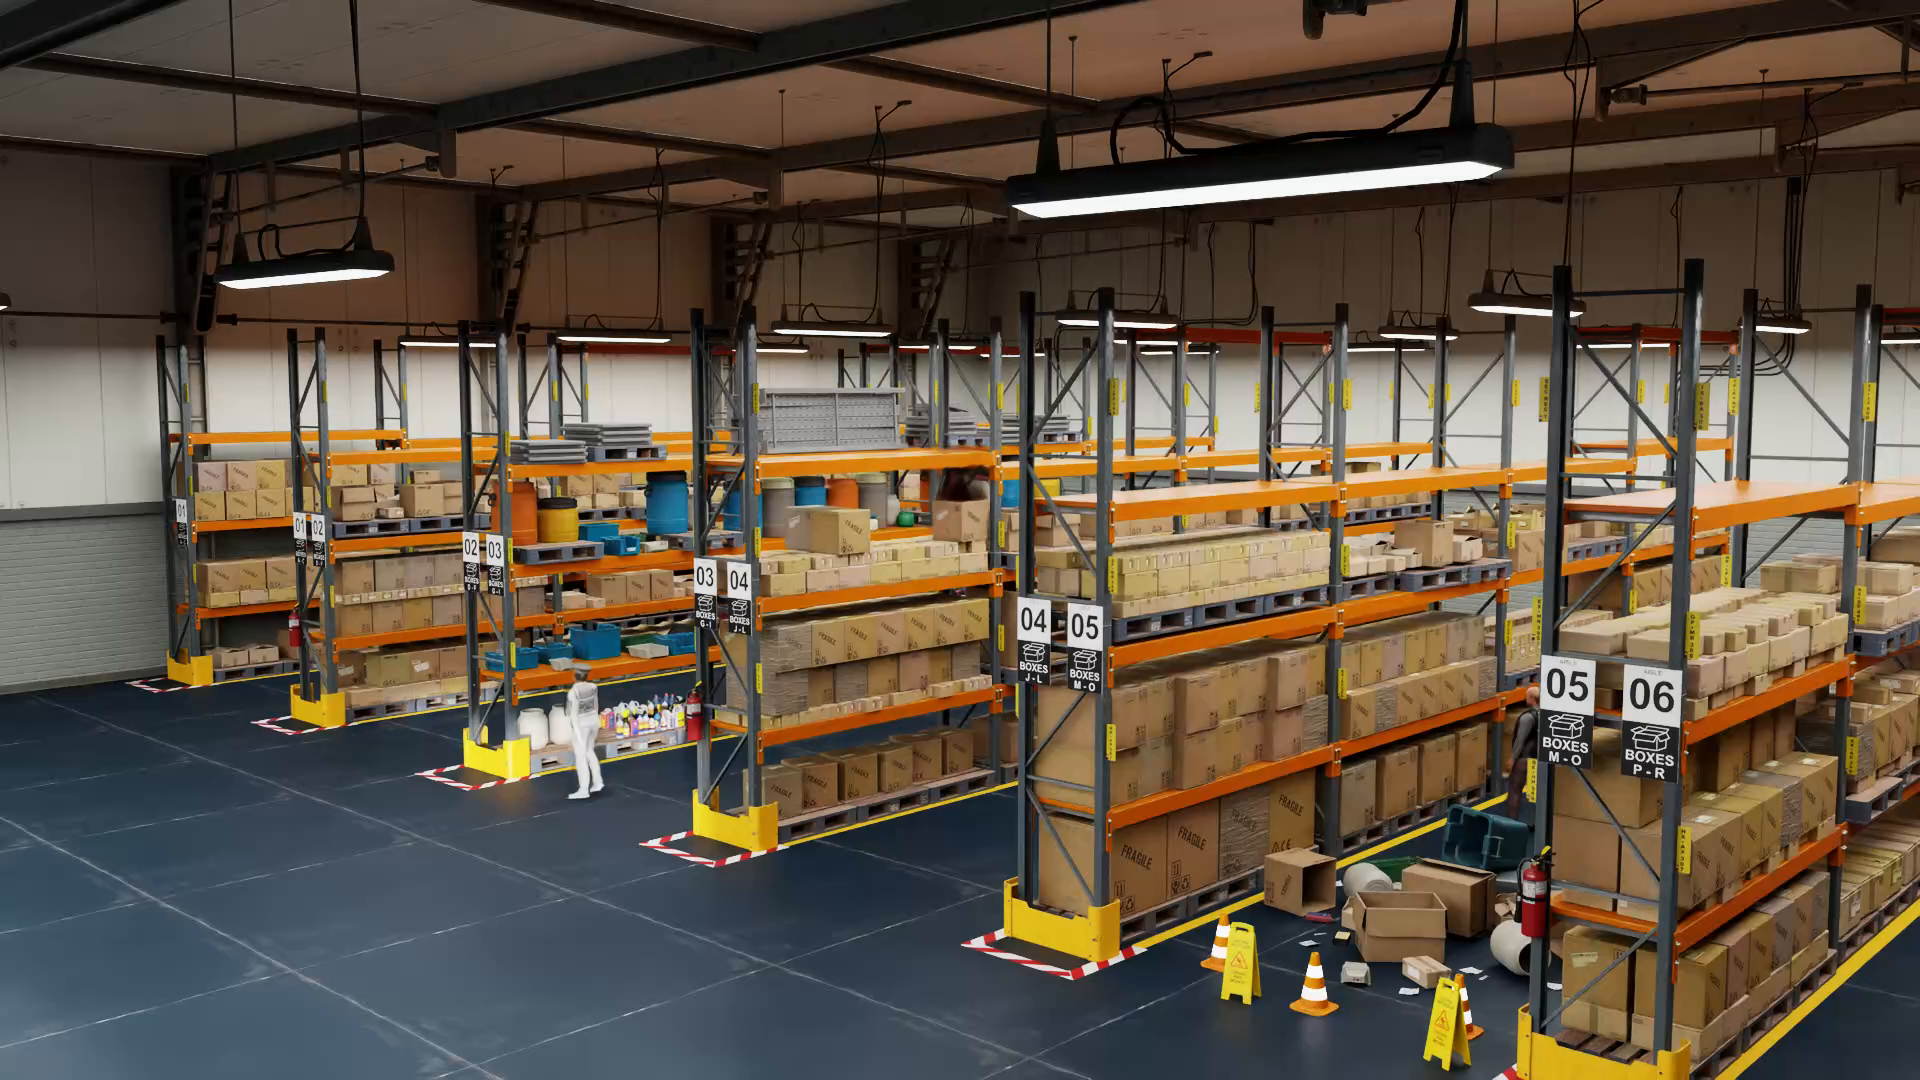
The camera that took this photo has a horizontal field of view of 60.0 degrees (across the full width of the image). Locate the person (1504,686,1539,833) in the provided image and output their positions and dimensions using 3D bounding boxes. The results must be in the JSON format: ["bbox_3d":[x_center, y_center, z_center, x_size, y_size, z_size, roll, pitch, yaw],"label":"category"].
[{"bbox_3d":[6.513,2.527,19.075,0.600,1.729,0.471,-2,6,-20],"label":"person"}]

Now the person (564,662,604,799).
[{"bbox_3d":[-4.701,2.370,20.801,0.356,1.682,0.552,3,6,29],"label":"person"}]
